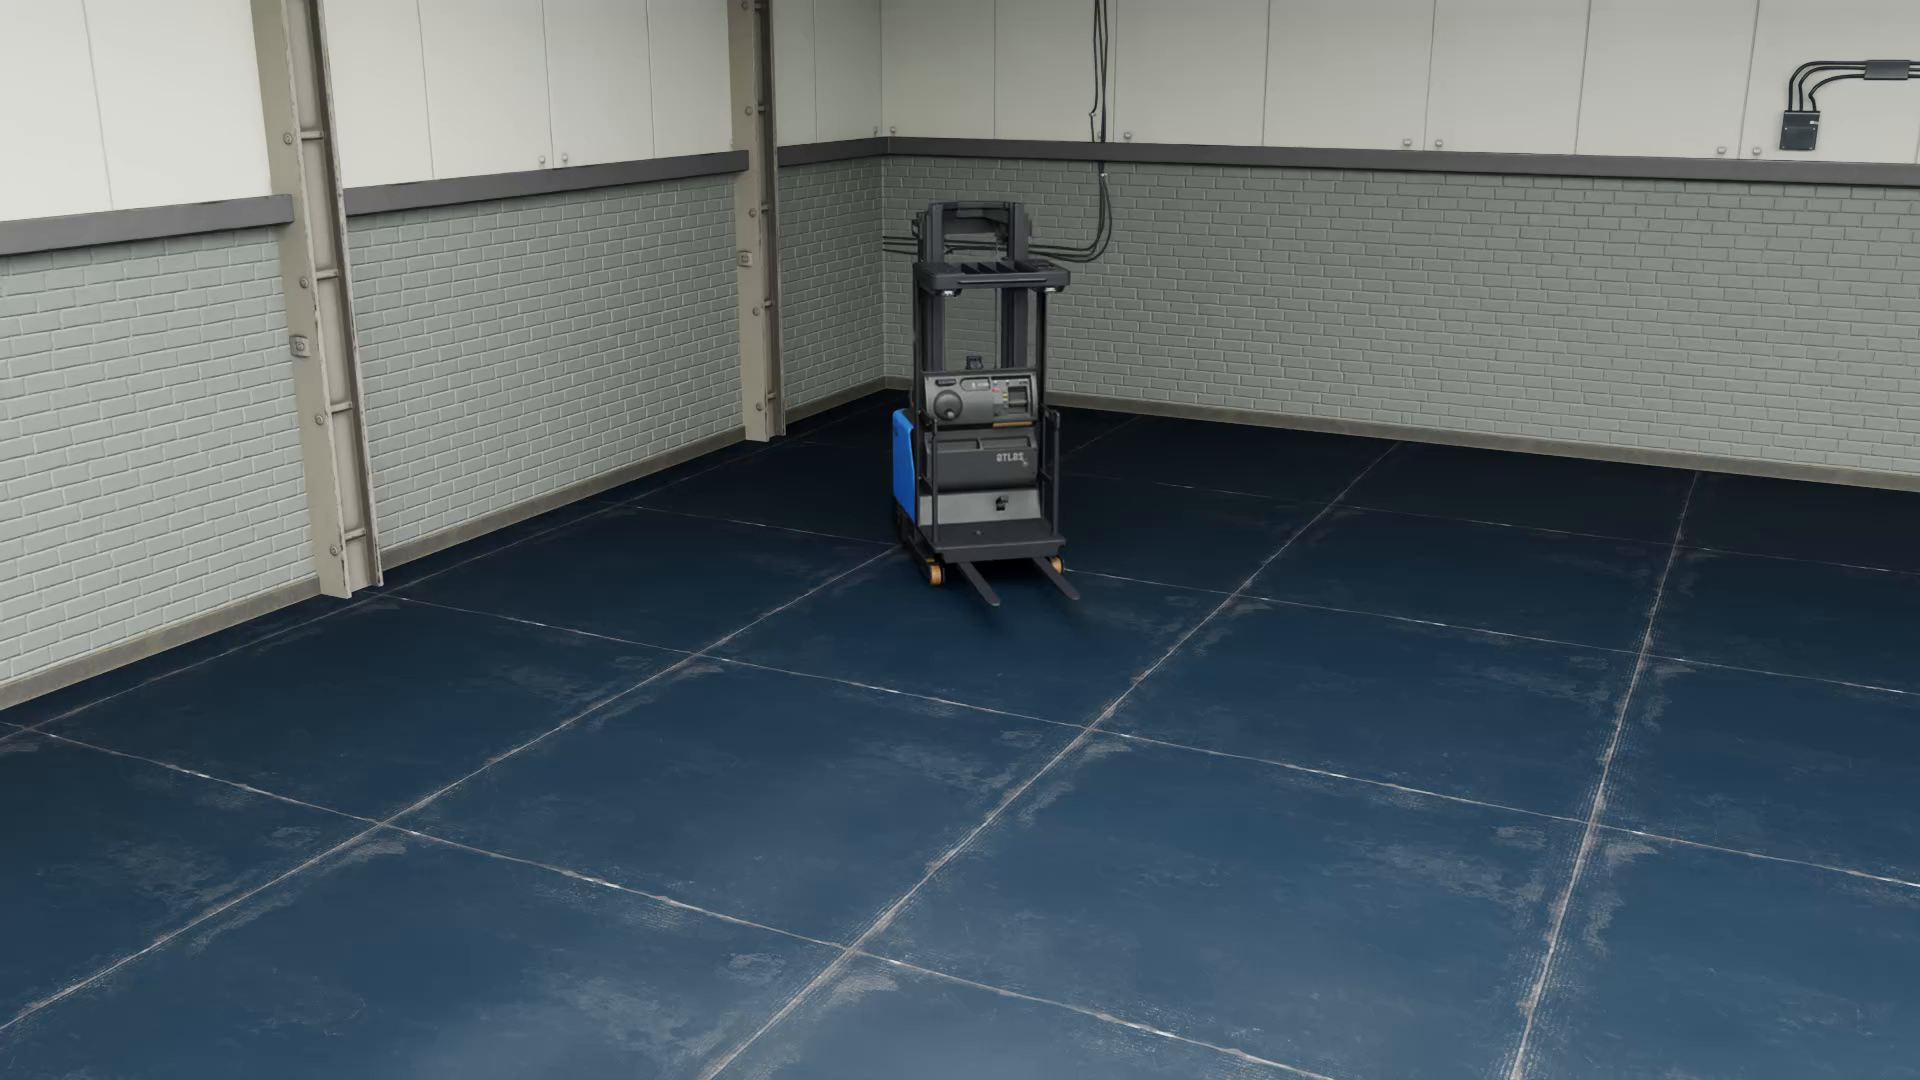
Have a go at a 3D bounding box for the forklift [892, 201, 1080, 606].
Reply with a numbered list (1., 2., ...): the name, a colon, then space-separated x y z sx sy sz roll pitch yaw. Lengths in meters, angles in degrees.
1. forklift: 0.221 -1.157 13.273 1.130 2.935 3.031 -4 17 -12

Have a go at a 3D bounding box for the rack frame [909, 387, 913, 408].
1. rack frame: -0.422 -0.769 15.008 0.015 1.200 0.240 -4 17 -13

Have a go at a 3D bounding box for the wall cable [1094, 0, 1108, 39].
1. wall cable: 2.763 -6.624 17.606 3.097 2.526 0.112 8 18 25

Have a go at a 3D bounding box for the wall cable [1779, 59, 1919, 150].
1. wall cable: 8.829 -6.454 14.477 2.305 6.003 0.169 8 18 25

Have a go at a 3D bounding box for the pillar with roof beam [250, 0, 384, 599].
1. pillar with roof beam: -0.986 -3.378 10.092 9.100 9.000 0.400 8 18 25

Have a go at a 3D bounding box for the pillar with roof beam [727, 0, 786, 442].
1. pillar with roof beam: 1.695 -4.906 15.237 9.100 9.000 0.400 8 18 25

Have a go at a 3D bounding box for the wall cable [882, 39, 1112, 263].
1. wall cable: 0.343 -4.547 19.484 3.097 2.526 0.112 8 18 25

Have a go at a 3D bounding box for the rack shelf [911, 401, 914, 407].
1. rack shelf: -0.184 -1.162 14.950 0.480 0.148 0.258 -4 17 -13

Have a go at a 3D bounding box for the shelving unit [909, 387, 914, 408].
1. shelving unit: -0.184 -0.786 15.062 0.503 1.200 0.258 -4 17 -13
